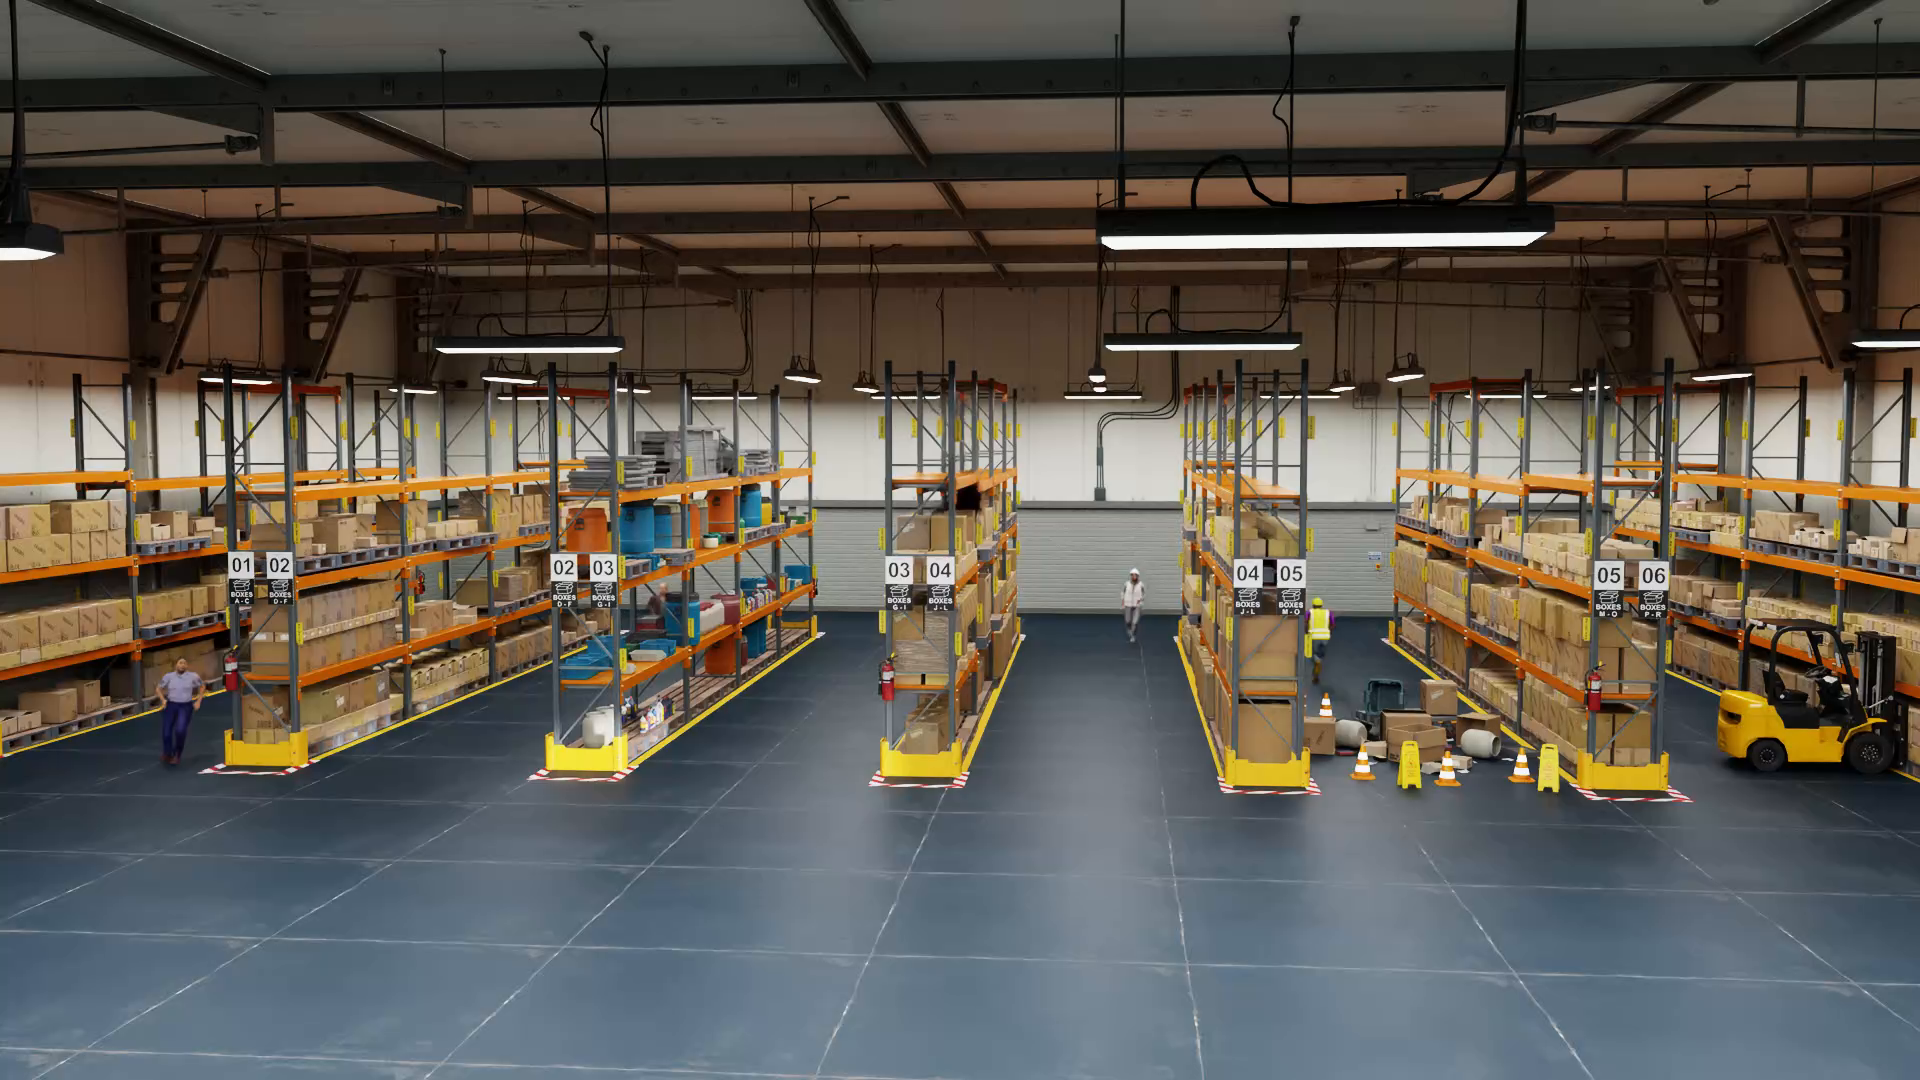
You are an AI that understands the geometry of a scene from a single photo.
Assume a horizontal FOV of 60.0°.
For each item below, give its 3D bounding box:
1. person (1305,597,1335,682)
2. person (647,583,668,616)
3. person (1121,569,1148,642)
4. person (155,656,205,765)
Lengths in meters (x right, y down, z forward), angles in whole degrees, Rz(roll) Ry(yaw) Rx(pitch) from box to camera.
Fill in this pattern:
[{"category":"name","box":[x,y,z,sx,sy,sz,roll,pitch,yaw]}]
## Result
[{"category":"person","box":[7.131,1.997,33.118,0.689,1.685,0.739,0,4,4]},{"category":"person","box":[-6.339,1.808,35.433,0.706,1.805,0.846,0,4,0]},{"category":"person","box":[4.123,1.556,39.455,0.661,1.732,0.586,1,4,13]},{"category":"person","box":[-11.739,2.571,25.019,0.666,1.626,0.609,-1,4,-15]}]
